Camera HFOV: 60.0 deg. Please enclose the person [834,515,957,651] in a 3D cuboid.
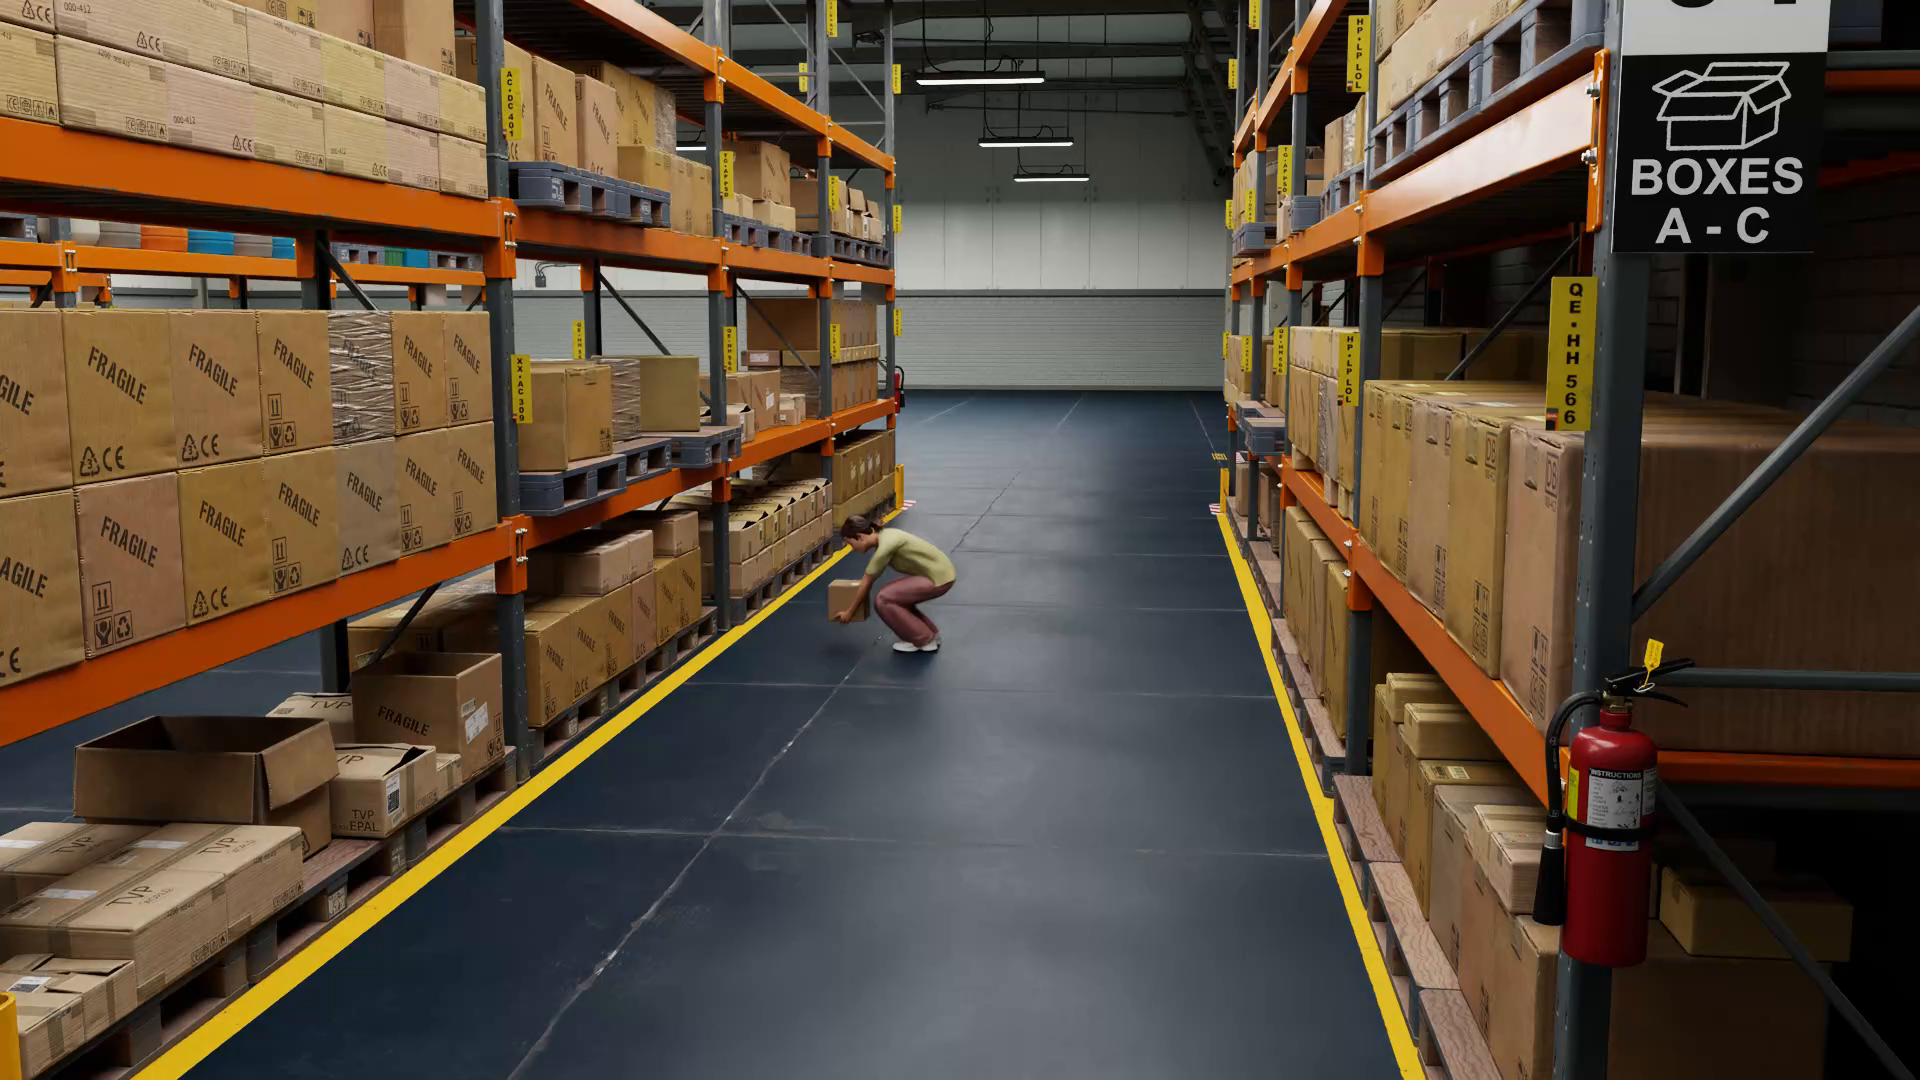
[{"bbox_3d":[-0.441,0.289,11.473,0.833,0.930,0.462,1,8,5],"label":"person"}]
